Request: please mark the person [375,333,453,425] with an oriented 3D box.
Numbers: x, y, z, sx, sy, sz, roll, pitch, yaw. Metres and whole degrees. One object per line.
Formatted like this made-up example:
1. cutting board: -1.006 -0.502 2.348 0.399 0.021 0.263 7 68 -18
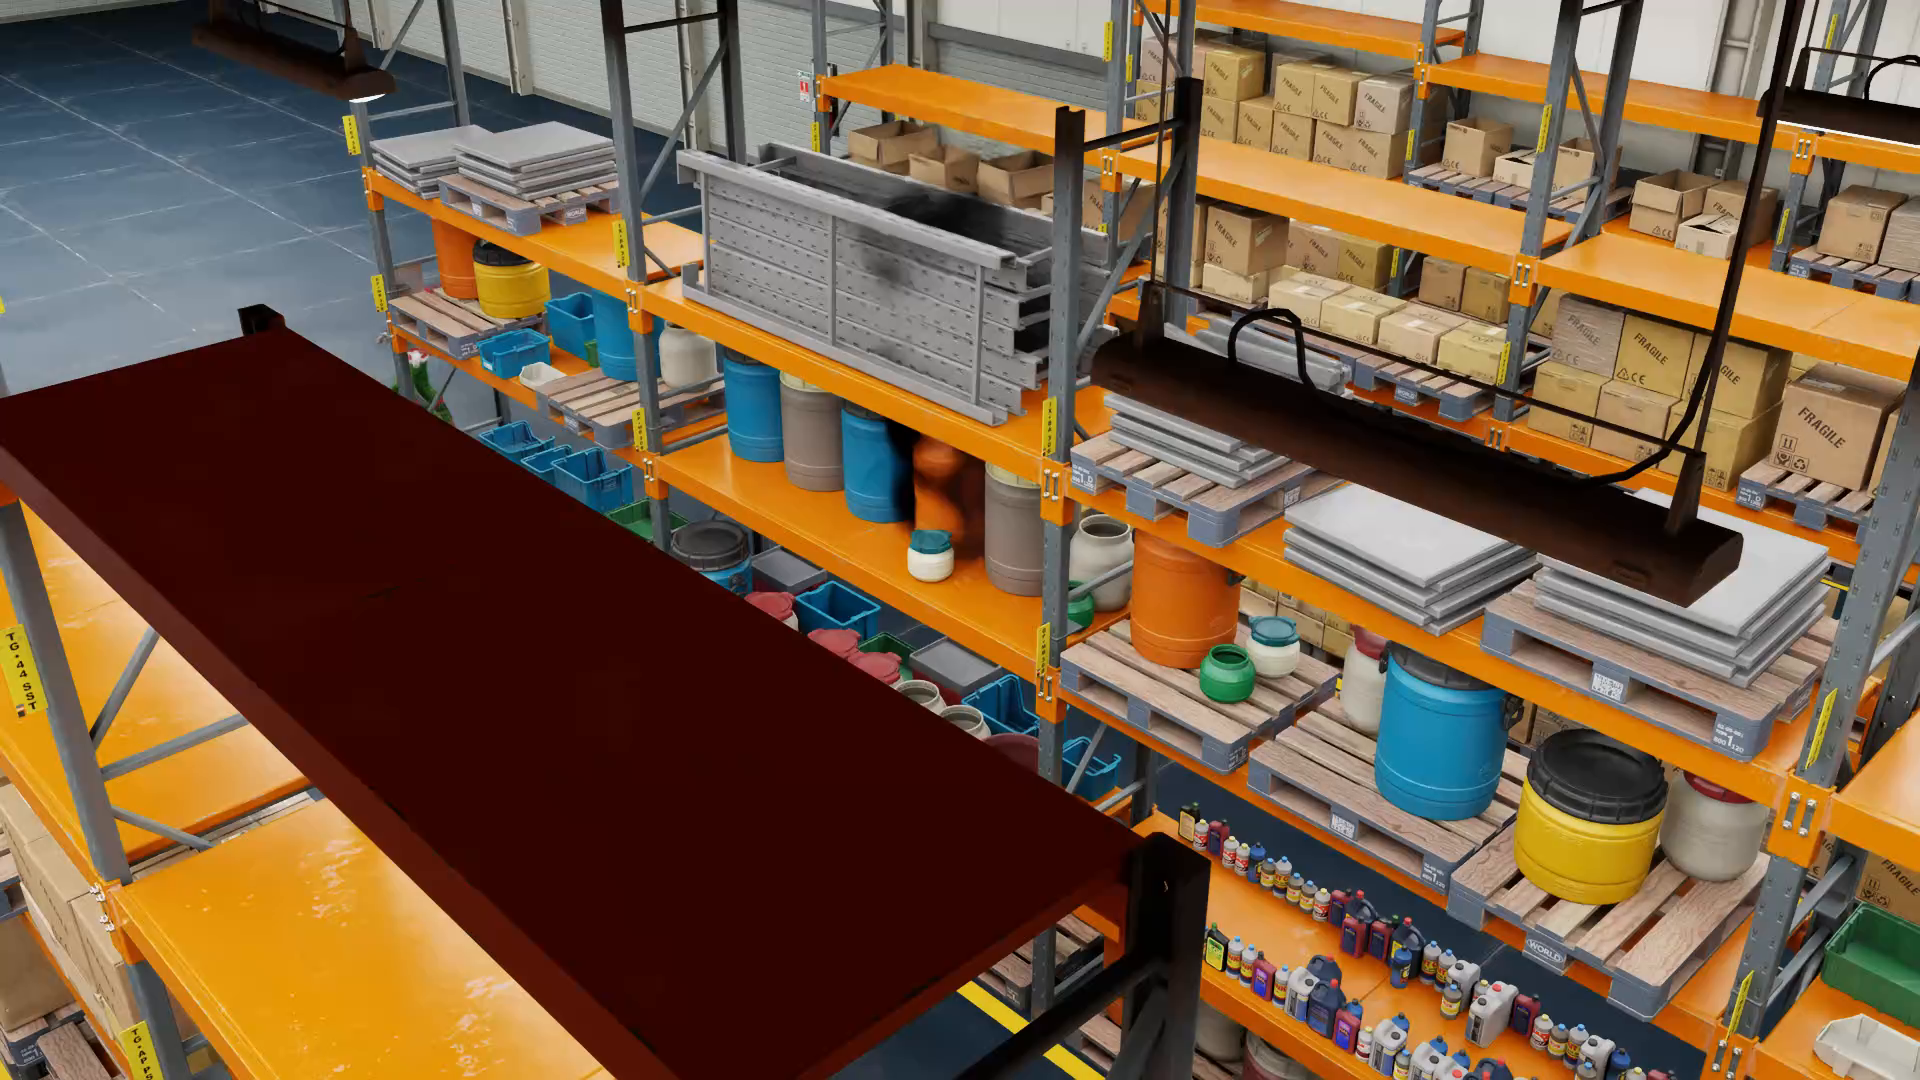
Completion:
1. person: -6.198 -2.010 18.755 0.710 1.821 0.690 -6 29 -12
